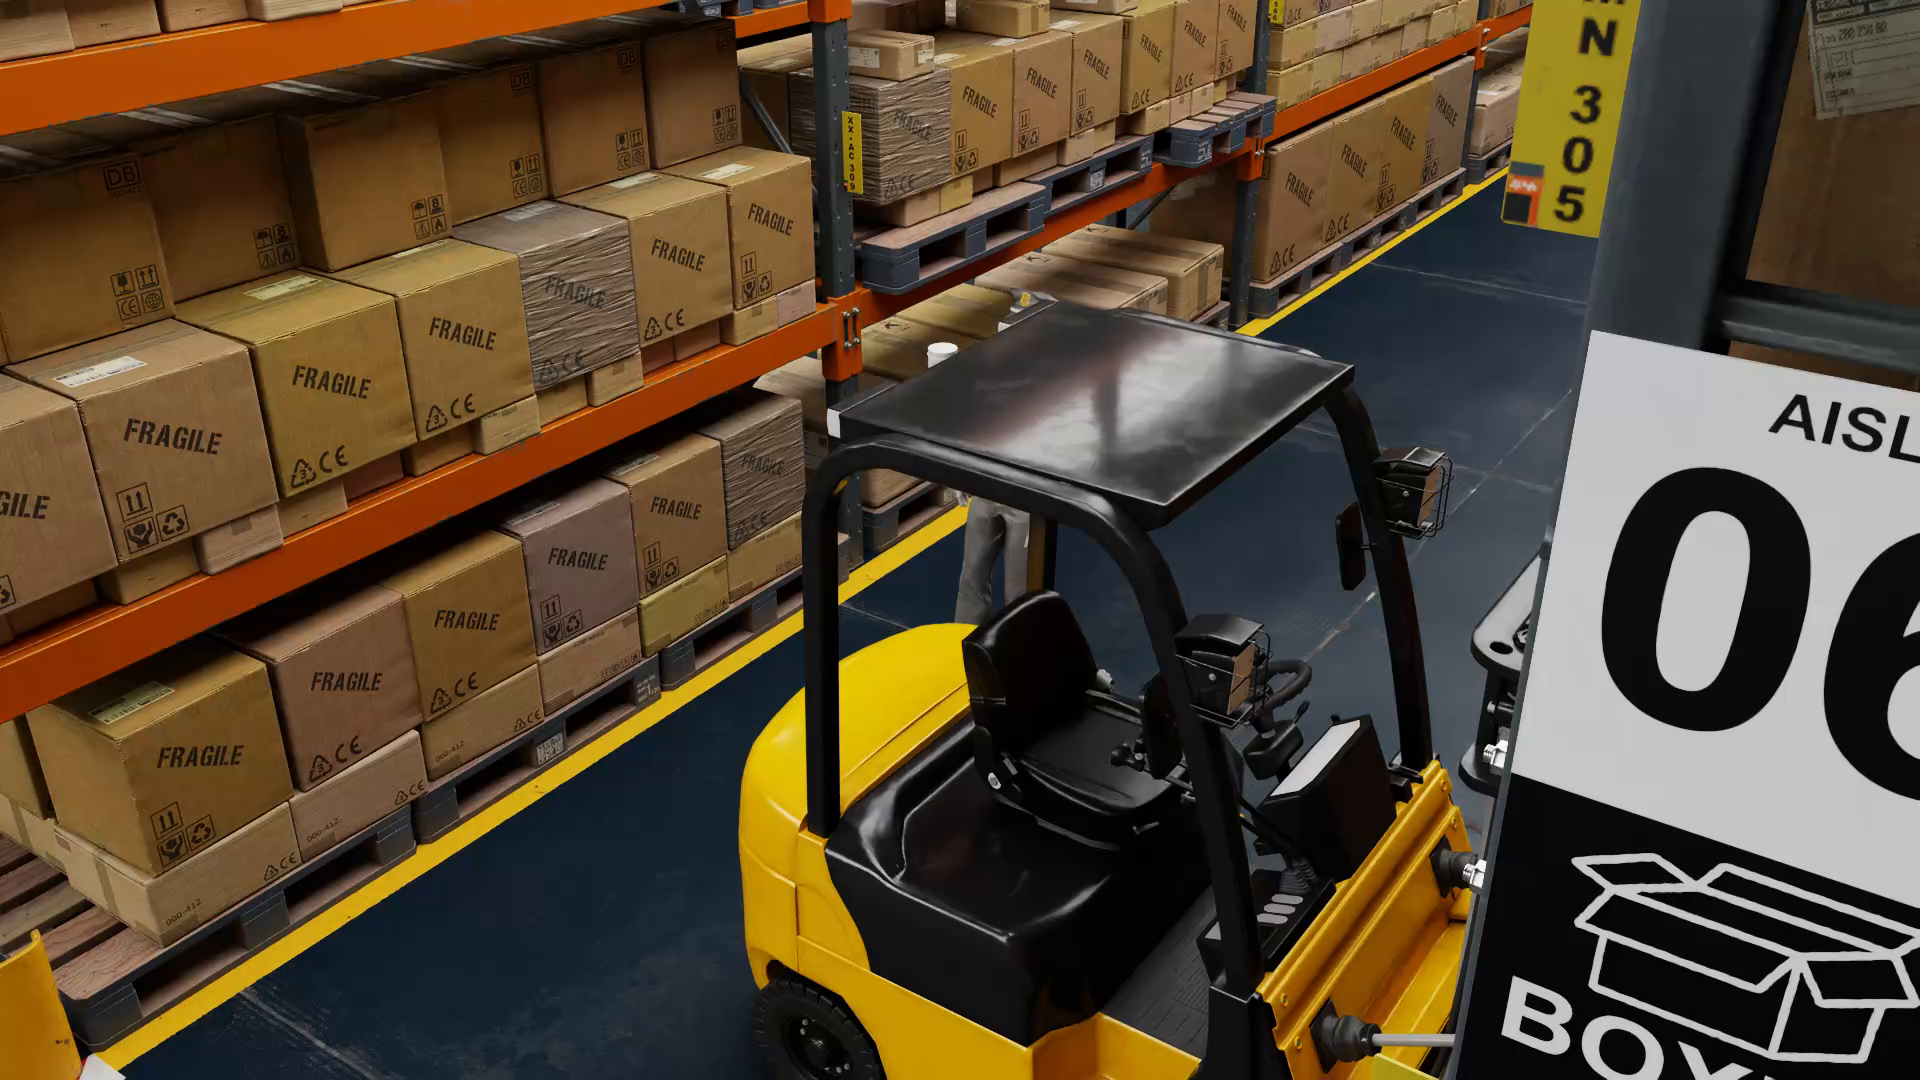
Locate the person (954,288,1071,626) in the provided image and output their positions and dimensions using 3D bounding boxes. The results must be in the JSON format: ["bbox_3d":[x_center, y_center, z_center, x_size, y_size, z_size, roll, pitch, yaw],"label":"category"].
[{"bbox_3d":[0.154,-0.149,6.353,0.530,1.694,0.586,-19,32,-32],"label":"person"}]
